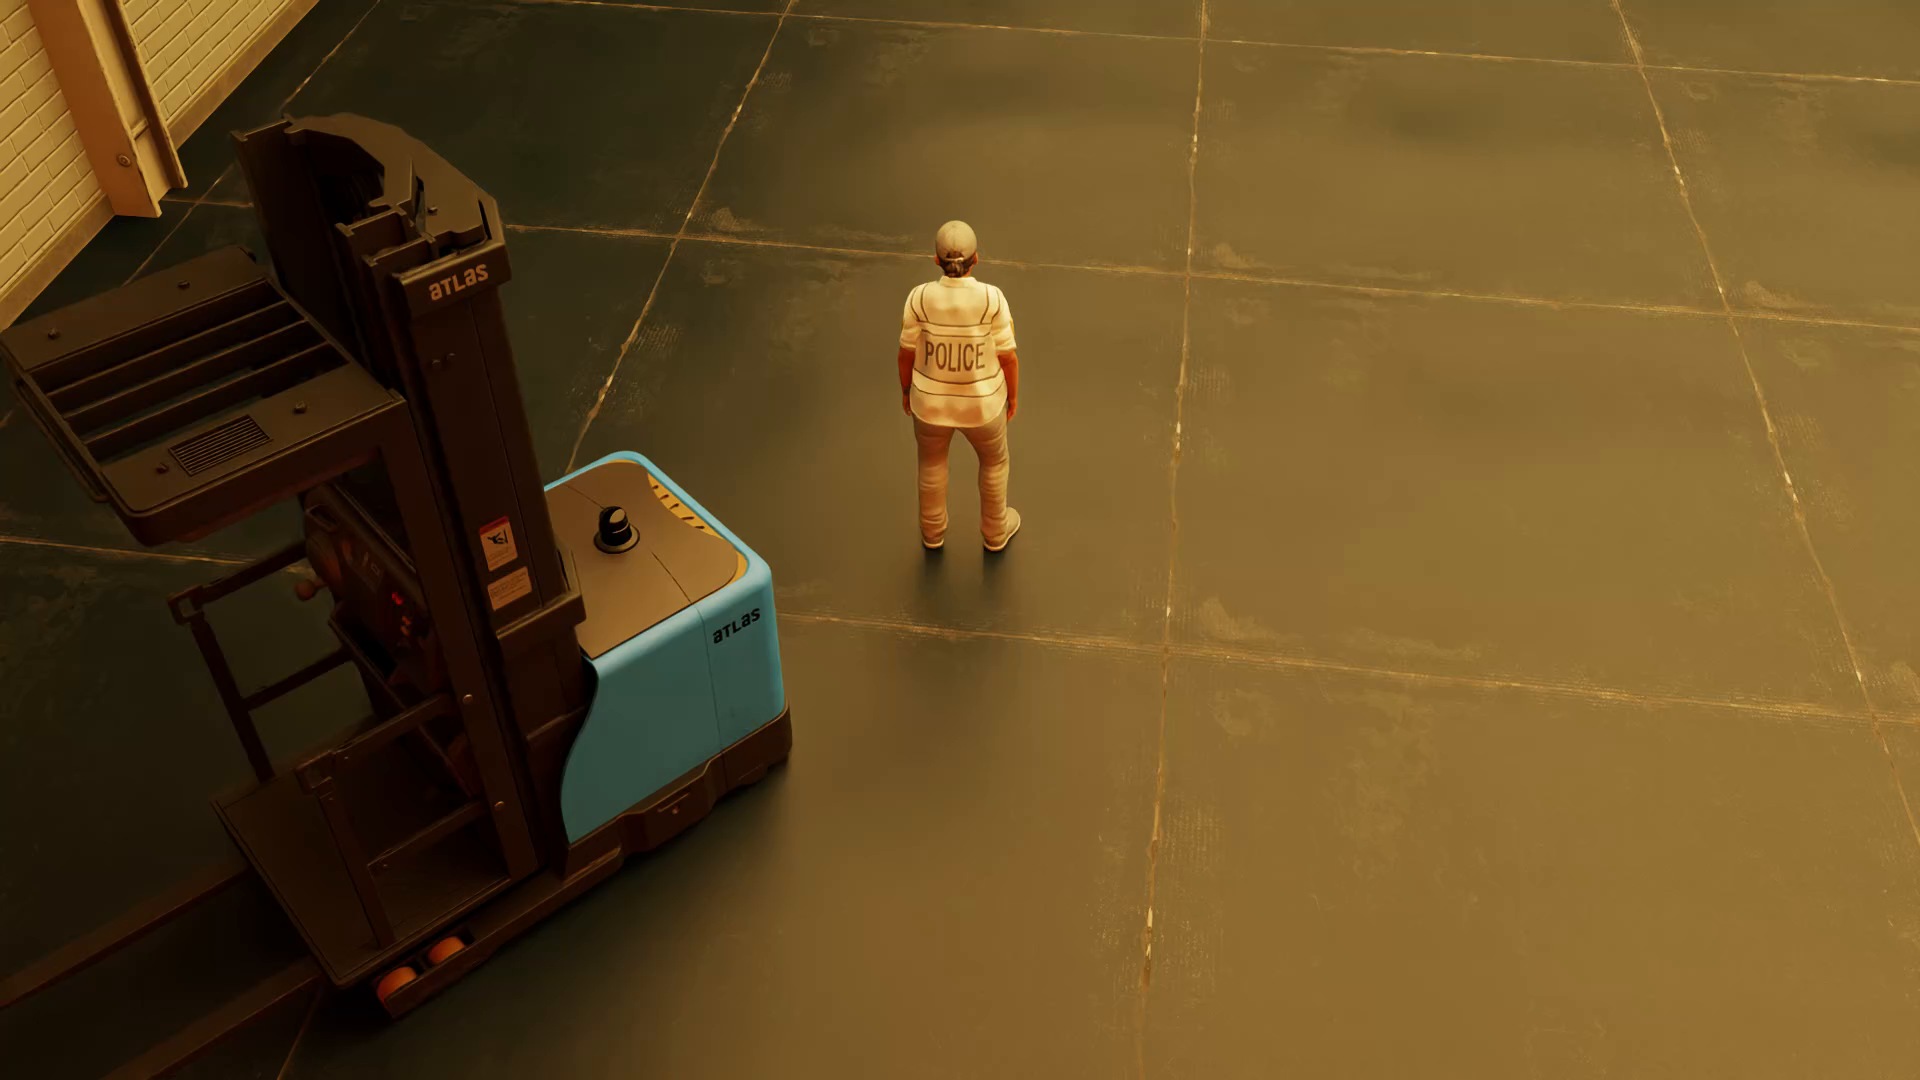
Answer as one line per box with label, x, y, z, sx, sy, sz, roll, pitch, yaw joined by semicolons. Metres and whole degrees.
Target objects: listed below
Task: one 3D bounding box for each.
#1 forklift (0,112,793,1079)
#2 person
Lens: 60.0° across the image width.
forklift;-2.132;0.227;5.477;3.031;2.935;1.130;-31;51;-29
person;0.008;-0.643;7.361;0.546;1.666;0.466;4;43;4
